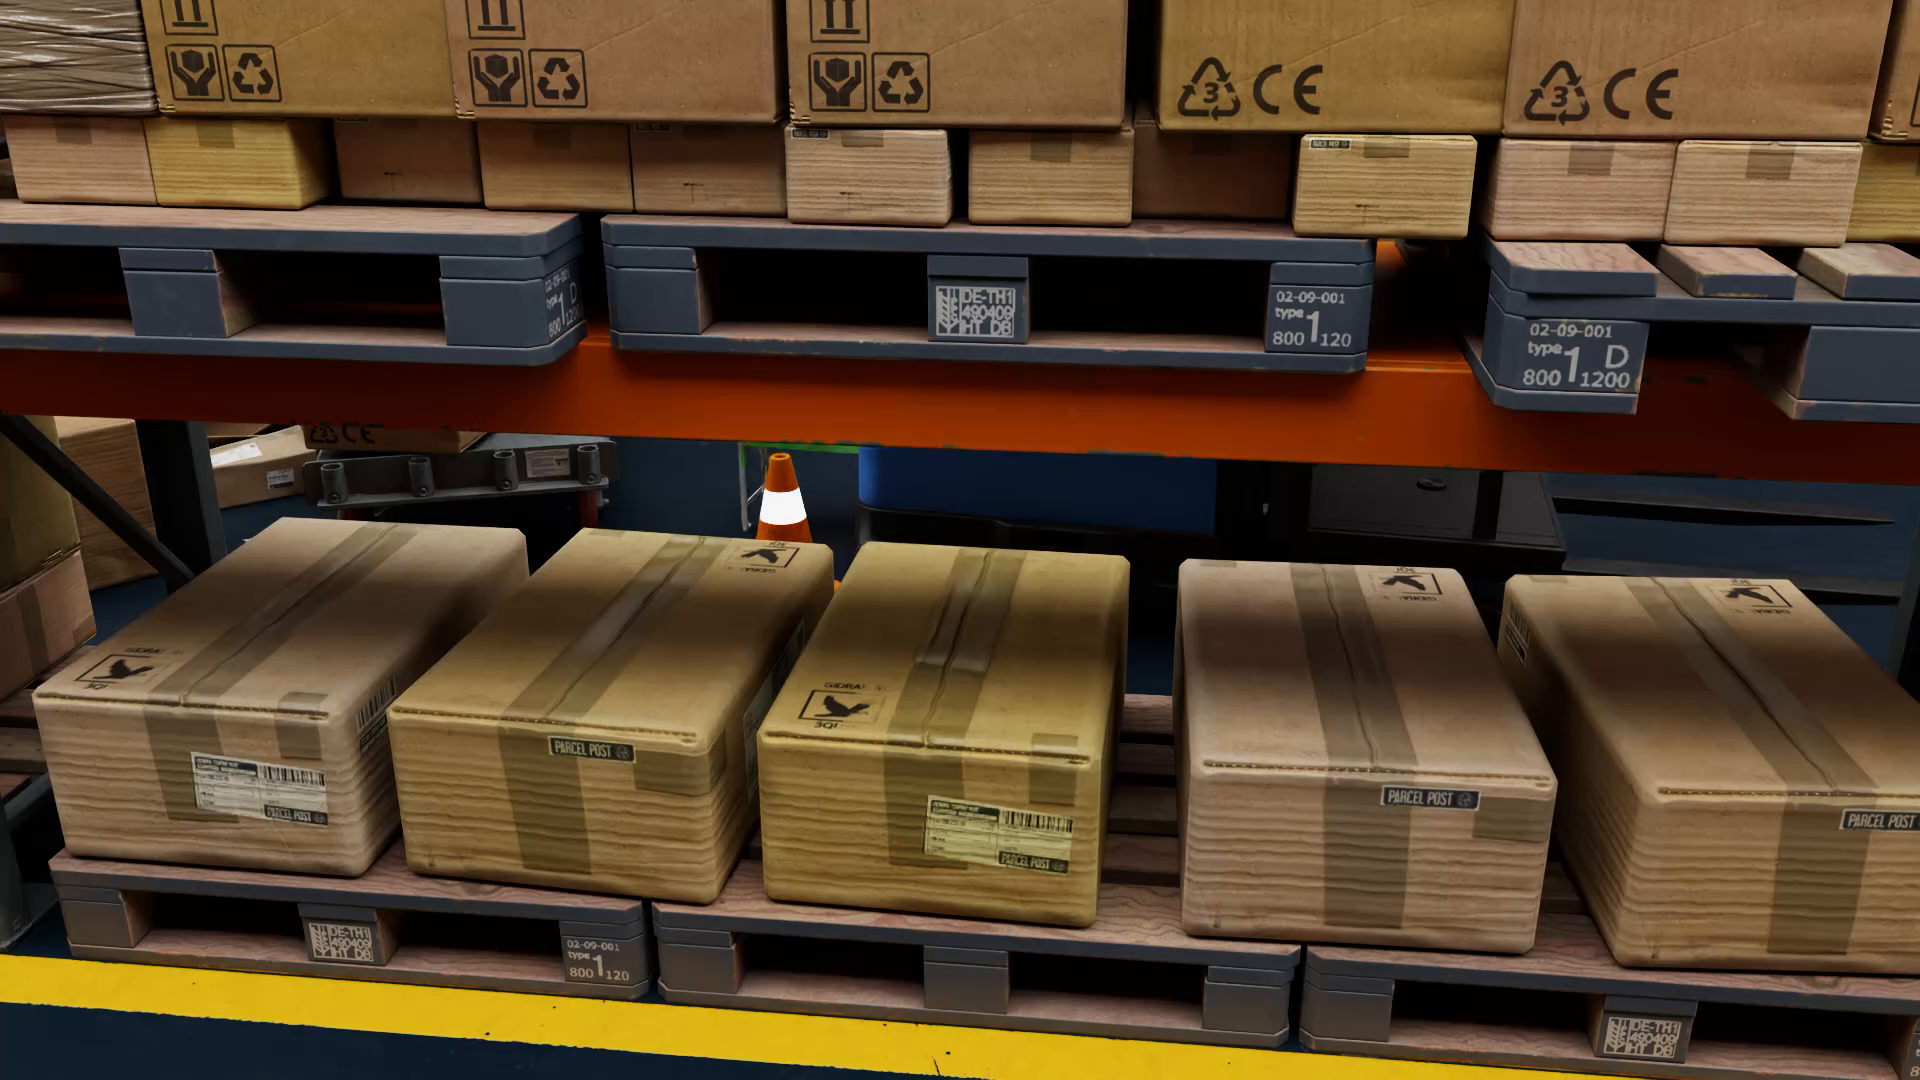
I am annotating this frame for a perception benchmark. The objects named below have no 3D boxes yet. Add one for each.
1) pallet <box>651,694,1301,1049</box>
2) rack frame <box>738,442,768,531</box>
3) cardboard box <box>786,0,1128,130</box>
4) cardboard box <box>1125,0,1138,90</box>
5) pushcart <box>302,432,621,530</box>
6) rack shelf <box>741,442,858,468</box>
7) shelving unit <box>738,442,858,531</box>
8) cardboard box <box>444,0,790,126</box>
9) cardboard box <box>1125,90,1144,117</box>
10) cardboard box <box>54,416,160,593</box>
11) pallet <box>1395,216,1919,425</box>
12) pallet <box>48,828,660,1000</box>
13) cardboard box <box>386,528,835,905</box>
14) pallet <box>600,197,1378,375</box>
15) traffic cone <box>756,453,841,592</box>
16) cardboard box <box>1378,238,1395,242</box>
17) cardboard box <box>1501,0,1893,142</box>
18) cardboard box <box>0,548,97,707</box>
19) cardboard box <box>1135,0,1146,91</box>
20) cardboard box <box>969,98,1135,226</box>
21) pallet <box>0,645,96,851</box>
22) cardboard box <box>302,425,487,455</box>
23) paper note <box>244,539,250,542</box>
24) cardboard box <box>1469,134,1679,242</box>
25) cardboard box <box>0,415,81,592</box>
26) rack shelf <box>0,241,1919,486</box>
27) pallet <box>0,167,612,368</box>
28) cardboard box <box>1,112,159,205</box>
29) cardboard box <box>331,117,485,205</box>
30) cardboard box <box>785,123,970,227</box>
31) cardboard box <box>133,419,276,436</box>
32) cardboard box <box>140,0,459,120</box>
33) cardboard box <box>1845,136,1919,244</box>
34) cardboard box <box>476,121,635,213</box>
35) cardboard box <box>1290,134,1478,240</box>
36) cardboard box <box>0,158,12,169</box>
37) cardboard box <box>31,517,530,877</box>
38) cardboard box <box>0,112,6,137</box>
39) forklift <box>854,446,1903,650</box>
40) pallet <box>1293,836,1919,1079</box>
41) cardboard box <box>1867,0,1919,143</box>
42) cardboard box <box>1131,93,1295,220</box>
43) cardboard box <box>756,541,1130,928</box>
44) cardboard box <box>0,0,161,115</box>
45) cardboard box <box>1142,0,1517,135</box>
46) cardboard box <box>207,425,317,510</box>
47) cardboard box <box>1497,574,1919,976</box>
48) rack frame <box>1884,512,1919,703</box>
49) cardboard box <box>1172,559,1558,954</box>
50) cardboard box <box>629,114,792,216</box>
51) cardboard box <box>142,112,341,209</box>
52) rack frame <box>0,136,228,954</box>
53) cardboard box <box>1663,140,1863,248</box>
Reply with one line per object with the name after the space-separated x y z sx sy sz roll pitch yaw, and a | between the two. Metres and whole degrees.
0.071 0.632 3.553 1.213 0.211 1.003 2 22 6 | pallet
-0.690 -0.632 5.406 0.015 1.200 0.240 5 22 12 | rack frame
0.012 -0.939 2.622 0.500 0.500 0.500 2 22 4 | cardboard box
0.093 -1.126 3.095 0.500 0.500 0.500 2 22 4 | cardboard box
-1.699 -0.365 5.849 0.936 0.377 1.648 -5 22 -12 | pushcart
-0.452 -0.330 5.468 0.480 0.148 0.258 5 22 12 | rack shelf
-0.452 -0.612 5.356 0.503 1.200 0.258 5 22 12 | shelving unit
-0.499 -0.957 2.668 0.500 0.500 0.500 2 22 6 | cardboard box
0.406 -0.789 3.127 0.250 0.149 0.380 3 22 8 | cardboard box
-2.822 -0.131 5.089 0.500 0.500 0.500 -19 28 -40 | cardboard box
1.334 -0.479 2.833 1.003 0.211 1.213 2 22 6 | pallet
-1.144 0.580 3.685 1.213 0.211 1.003 2 22 6 | pallet
-0.682 0.329 3.531 0.625 0.372 0.950 4 22 10 | cardboard box
0.084 -0.558 3.032 1.213 0.211 1.003 2 22 6 | pallet
-0.521 -0.027 4.879 0.334 0.463 0.336 2 22 6 | traffic cone
1.943 -1.596 7.887 0.750 0.750 1.050 2 22 6 | cardboard box
1.056 -0.893 2.507 0.500 0.500 0.500 2 22 5 | cardboard box
-2.472 0.210 3.998 0.500 0.250 0.500 2 22 4 | cardboard box
0.589 -1.101 3.033 0.500 0.500 0.500 3 22 7 | cardboard box
0.153 -0.621 2.702 0.250 0.149 0.380 2 22 5 | cardboard box
-2.589 0.531 3.809 1.213 0.211 1.003 2 22 6 | pallet
-1.738 -0.590 5.223 0.500 0.500 0.500 2 22 6 | cardboard box
-2.243 -0.015 5.435 0.142 0.019 0.148 2 22 6 | paper note
0.922 -0.577 2.589 0.250 0.149 0.380 1 22 4 | cardboard box
-2.472 -0.139 3.860 0.500 0.500 0.500 4 22 9 | cardboard box
0.069 -0.328 3.169 4.000 0.370 1.077 2 22 6 | rack shelf
-1.176 -0.574 3.073 1.213 0.211 1.003 2 22 6 | pallet
-1.406 -0.689 2.873 0.250 0.149 0.380 3 22 7 | cardboard box
-0.869 -0.690 2.877 0.250 0.149 0.380 4 22 10 | cardboard box
-0.115 -0.622 2.704 0.250 0.149 0.380 3 22 8 | cardboard box
-2.918 -0.636 6.179 0.503 0.637 0.797 2 22 6 | cardboard box
-0.988 -0.983 2.735 0.500 0.500 0.500 3 22 6 | cardboard box
1.427 -0.568 2.568 0.250 0.149 0.380 3 22 7 | cardboard box
-0.618 -0.664 2.810 0.250 0.149 0.380 3 22 7 | cardboard box
0.647 -0.584 2.606 0.250 0.149 0.380 3 22 7 | cardboard box
-2.193 -0.763 3.633 0.250 0.149 0.380 2 22 6 | cardboard box
-1.396 0.299 3.607 0.625 0.372 0.950 3 22 7 | cardboard box
-2.322 -1.055 3.488 0.500 0.500 0.500 2 22 6 | cardboard box
1.261 -1.234 4.574 3.031 2.935 1.130 5 22 12 | forklift
1.279 0.686 3.418 1.213 0.211 1.003 2 22 6 | pallet
1.570 -0.875 2.461 0.500 0.500 0.500 2 22 5 | cardboard box
0.412 -0.640 2.750 0.250 0.149 0.380 3 22 7 | cardboard box
0.009 0.358 3.457 0.625 0.372 0.950 3 22 8 | cardboard box
-1.486 -1.005 2.789 0.500 0.500 0.500 3 22 8 | cardboard box
0.554 -0.915 2.561 0.500 0.500 0.500 1 22 3 | cardboard box
-2.474 -0.297 5.830 0.396 0.266 0.258 -14 25 -31 | cardboard box
1.495 0.422 3.295 0.625 0.372 0.950 1 22 3 | cardboard box
2.055 -0.576 2.818 0.127 3.000 1.000 2 22 6 | rack frame
0.761 0.393 3.368 0.625 0.372 0.950 2 22 5 | cardboard box
-0.373 -0.653 2.781 0.250 0.149 0.380 3 22 7 | cardboard box
-1.159 -0.675 2.837 0.250 0.149 0.380 3 22 7 | cardboard box
-1.918 -0.750 3.256 0.127 3.000 1.000 2 22 6 | rack frame
1.171 -0.563 2.554 0.250 0.149 0.380 2 22 6 | cardboard box
